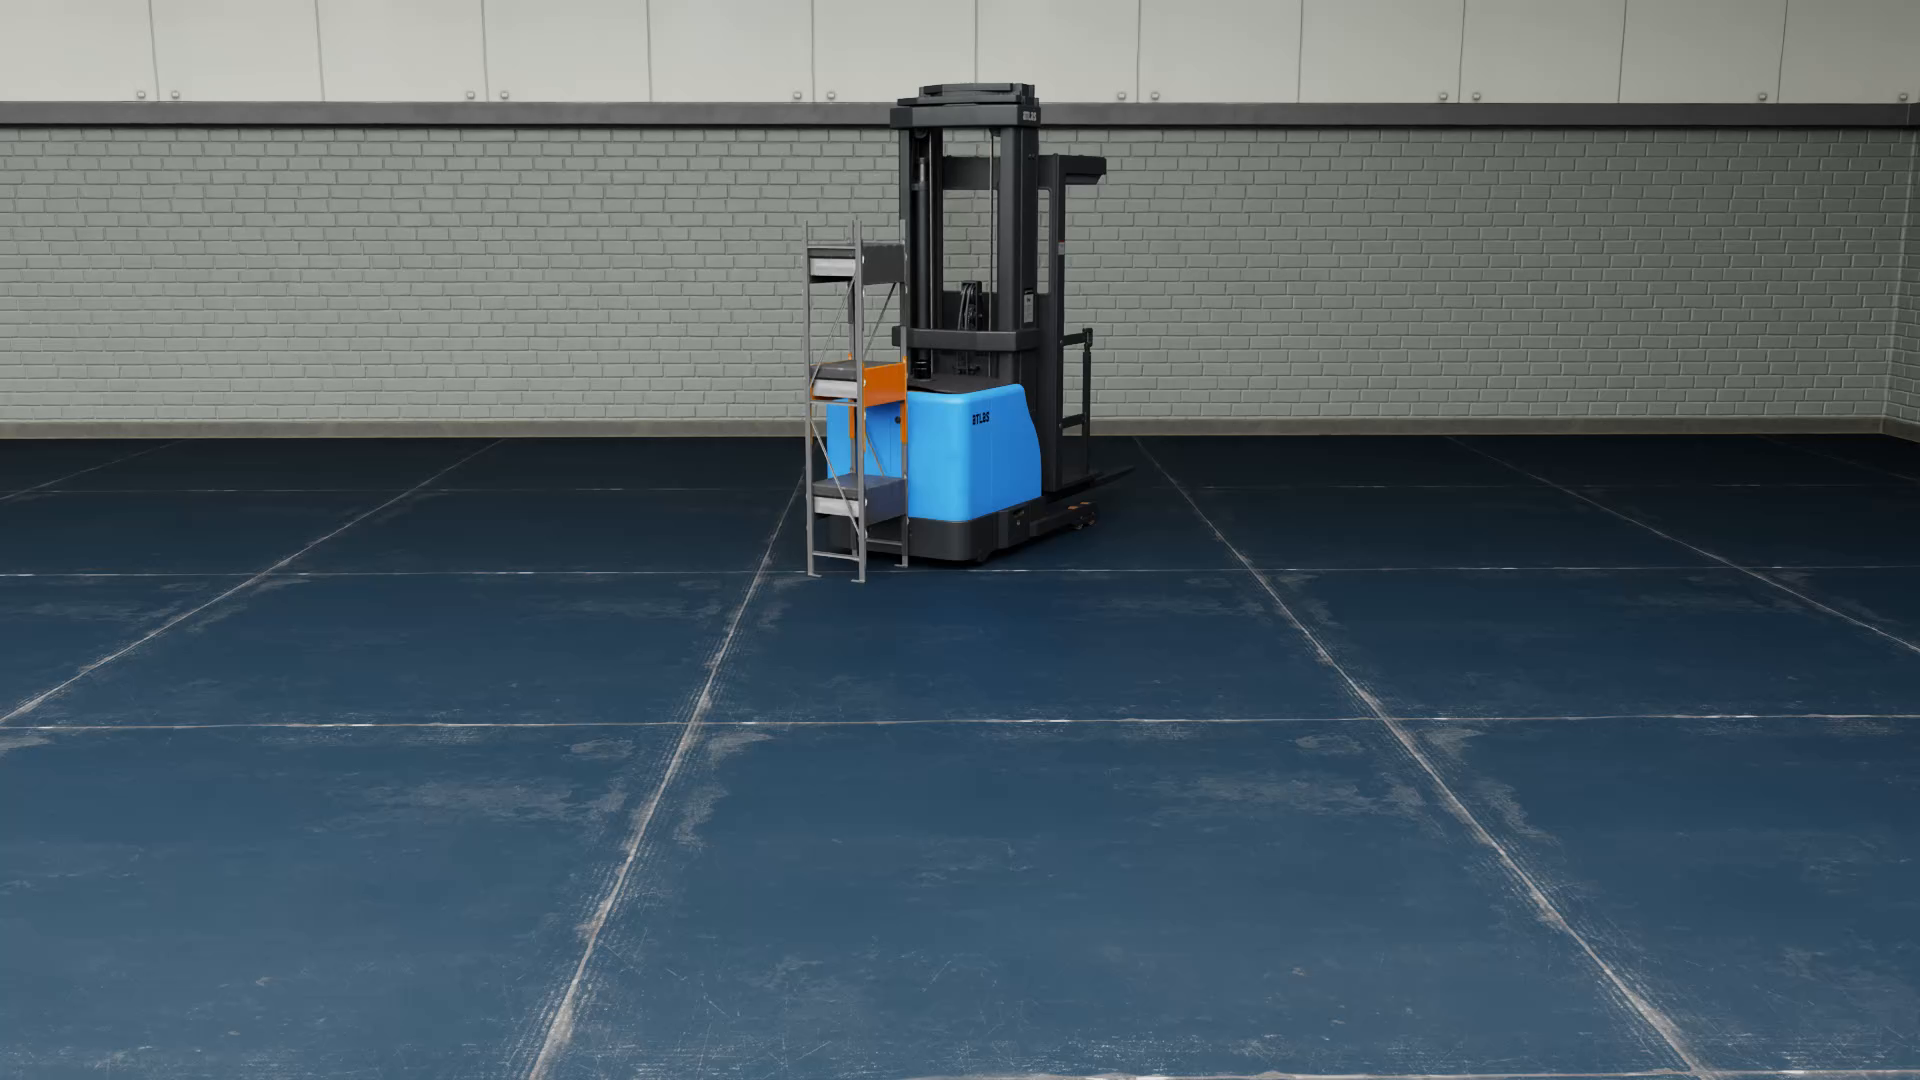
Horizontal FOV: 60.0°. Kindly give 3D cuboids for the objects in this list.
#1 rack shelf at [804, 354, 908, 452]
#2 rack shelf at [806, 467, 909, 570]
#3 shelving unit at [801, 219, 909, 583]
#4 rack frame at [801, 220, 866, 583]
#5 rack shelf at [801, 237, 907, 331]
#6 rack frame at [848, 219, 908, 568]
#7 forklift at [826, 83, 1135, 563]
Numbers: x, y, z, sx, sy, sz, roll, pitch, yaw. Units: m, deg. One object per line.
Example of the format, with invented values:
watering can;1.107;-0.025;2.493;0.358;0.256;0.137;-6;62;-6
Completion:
rack shelf;-0.616;-0.823;9.905;0.431;0.518;0.480;6;13;29
rack shelf;-0.616;-0.137;10.044;0.431;0.518;0.480;6;13;29
shelving unit;-0.616;-0.837;9.902;0.431;2.100;0.503;6;13;29
rack frame;-0.735;-0.794;9.693;0.400;2.100;0.015;6;13;29
rack shelf;-0.616;-1.509;9.766;0.431;0.518;0.480;6;13;29
rack frame;-0.497;-0.879;10.111;0.400;2.100;0.015;6;13;29
forklift;0.308;-1.546;11.307;1.130;2.935;3.031;6;13;29
